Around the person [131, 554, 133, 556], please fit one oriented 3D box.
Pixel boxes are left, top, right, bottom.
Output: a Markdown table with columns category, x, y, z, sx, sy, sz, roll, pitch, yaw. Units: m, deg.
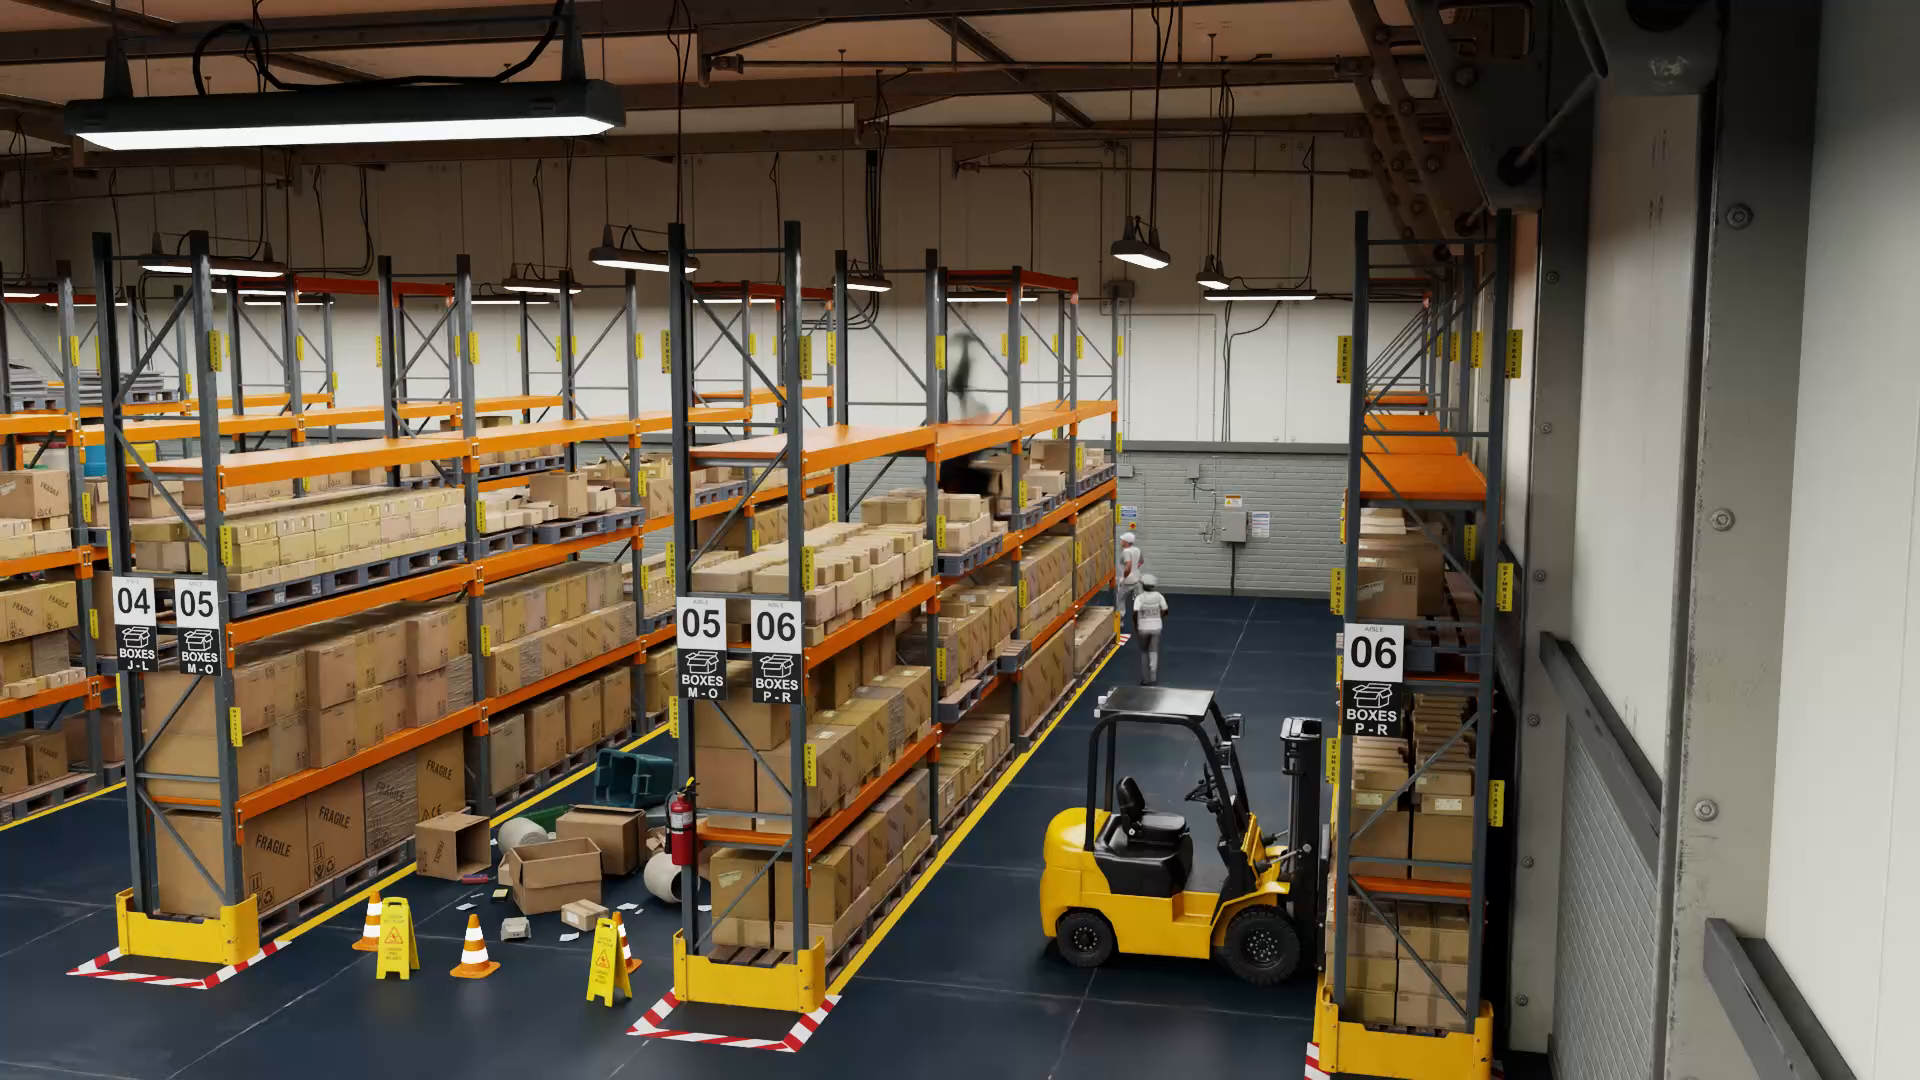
| category | x | y | z | sx | sy | sz | roll | pitch | yaw |
| --- | --- | --- | --- | --- | --- | --- | --- | --- | --- |
| person | -17.110 | 0.178 | 34.036 | 0.767 | 1.749 | 0.646 | 2 | 7 | 15 |

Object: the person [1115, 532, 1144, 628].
| category | x | y | z | sx | sy | sz | roll | pitch | yaw |
| --- | --- | --- | --- | --- | --- | --- | --- | --- | --- |
| person | 2.937 | 0.741 | 29.020 | 0.936 | 1.782 | 0.719 | 6 | 9 | 42 |

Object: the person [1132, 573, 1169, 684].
| category | x | y | z | sx | sy | sz | roll | pitch | yaw |
| --- | --- | --- | --- | --- | --- | --- | --- | --- | --- |
| person | 2.811 | 1.349 | 24.601 | 0.575 | 1.699 | 0.758 | -1 | 7 | -5 |
